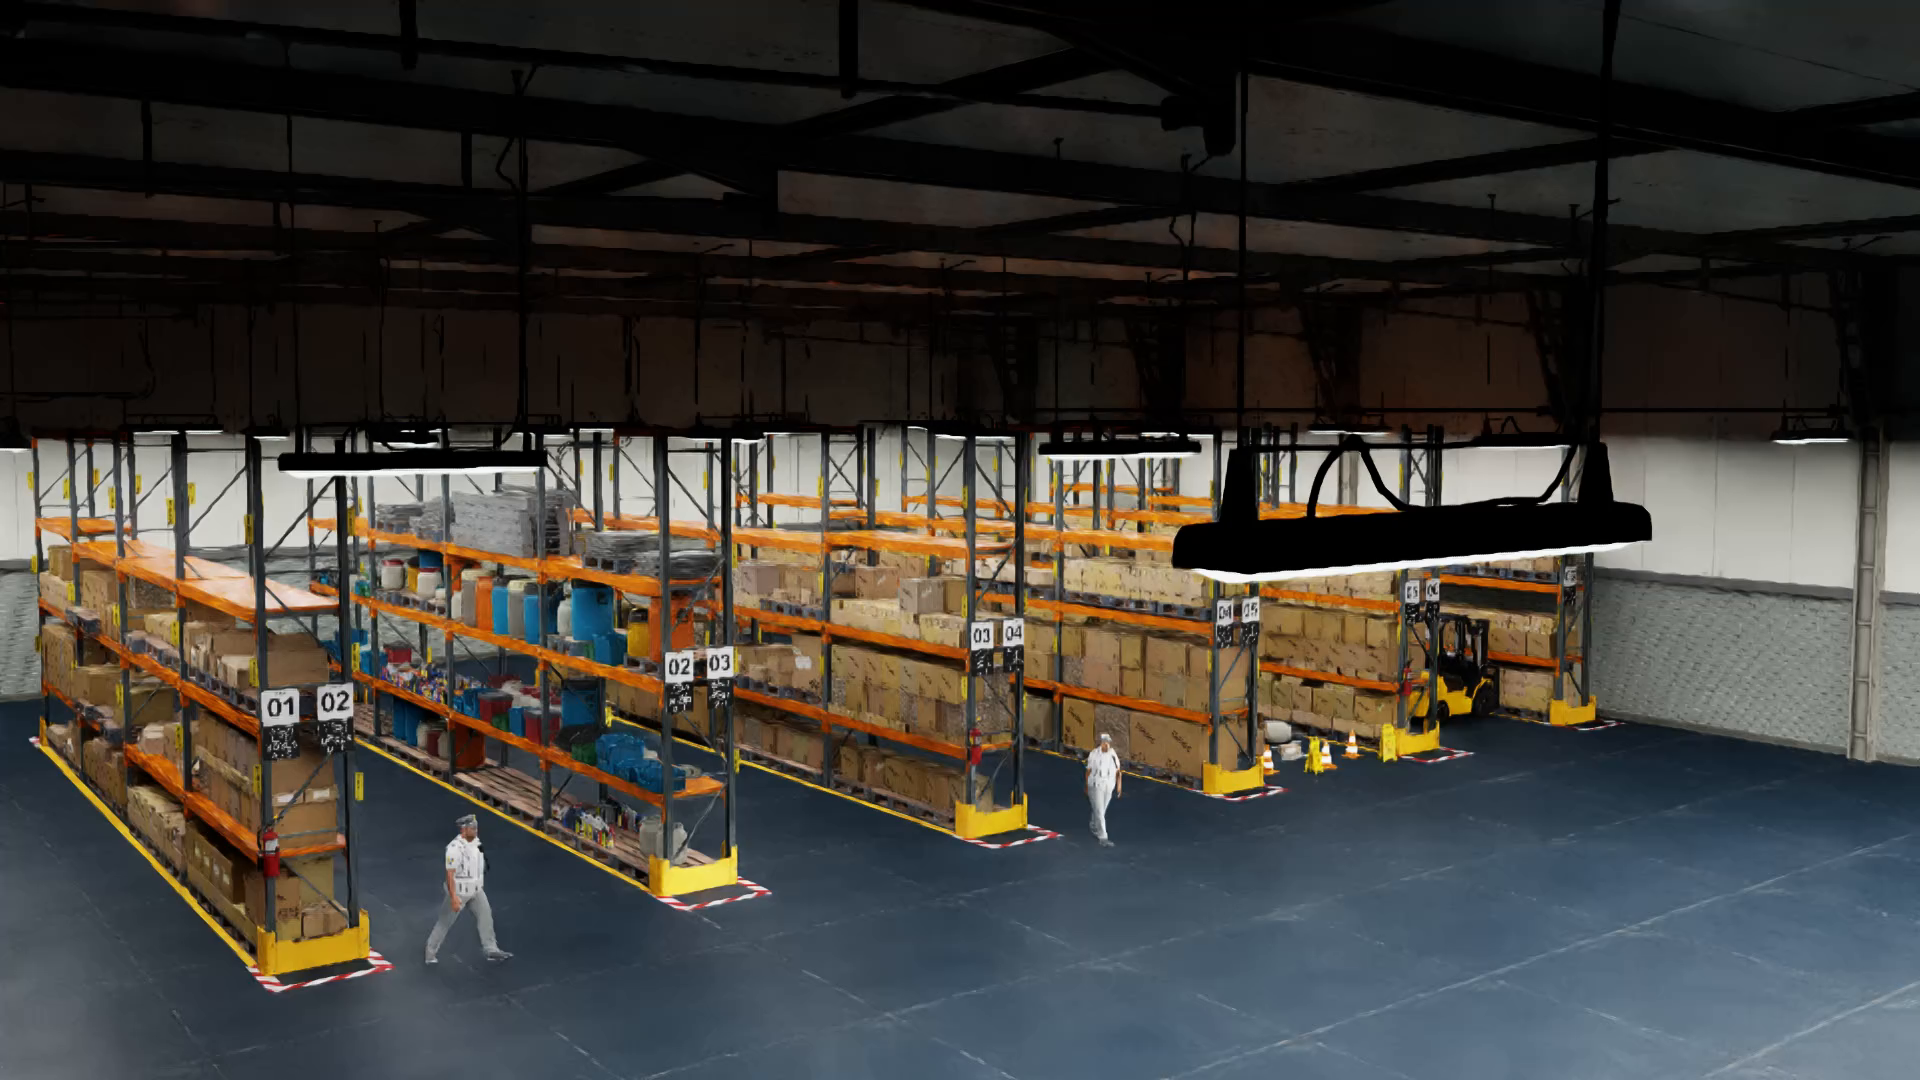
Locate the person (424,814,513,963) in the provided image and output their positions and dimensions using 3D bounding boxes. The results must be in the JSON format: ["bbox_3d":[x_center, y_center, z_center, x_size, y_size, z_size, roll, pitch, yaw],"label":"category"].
[{"bbox_3d":[-5.654,3.973,18.940,0.953,1.731,0.616,2,5,27],"label":"person"}]

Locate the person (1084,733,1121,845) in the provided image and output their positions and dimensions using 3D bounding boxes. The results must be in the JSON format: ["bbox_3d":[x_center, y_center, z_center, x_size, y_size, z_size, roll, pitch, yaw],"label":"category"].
[{"bbox_3d":[2.103,3.610,24.359,0.478,1.589,0.995,-2,5,-27],"label":"person"}]

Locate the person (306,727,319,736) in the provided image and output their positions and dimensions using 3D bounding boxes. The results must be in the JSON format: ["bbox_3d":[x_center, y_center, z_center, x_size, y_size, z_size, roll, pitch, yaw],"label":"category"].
[{"bbox_3d":[-10.963,3.378,27.876,0.562,1.530,0.815,-3,5,-31],"label":"person"}]
